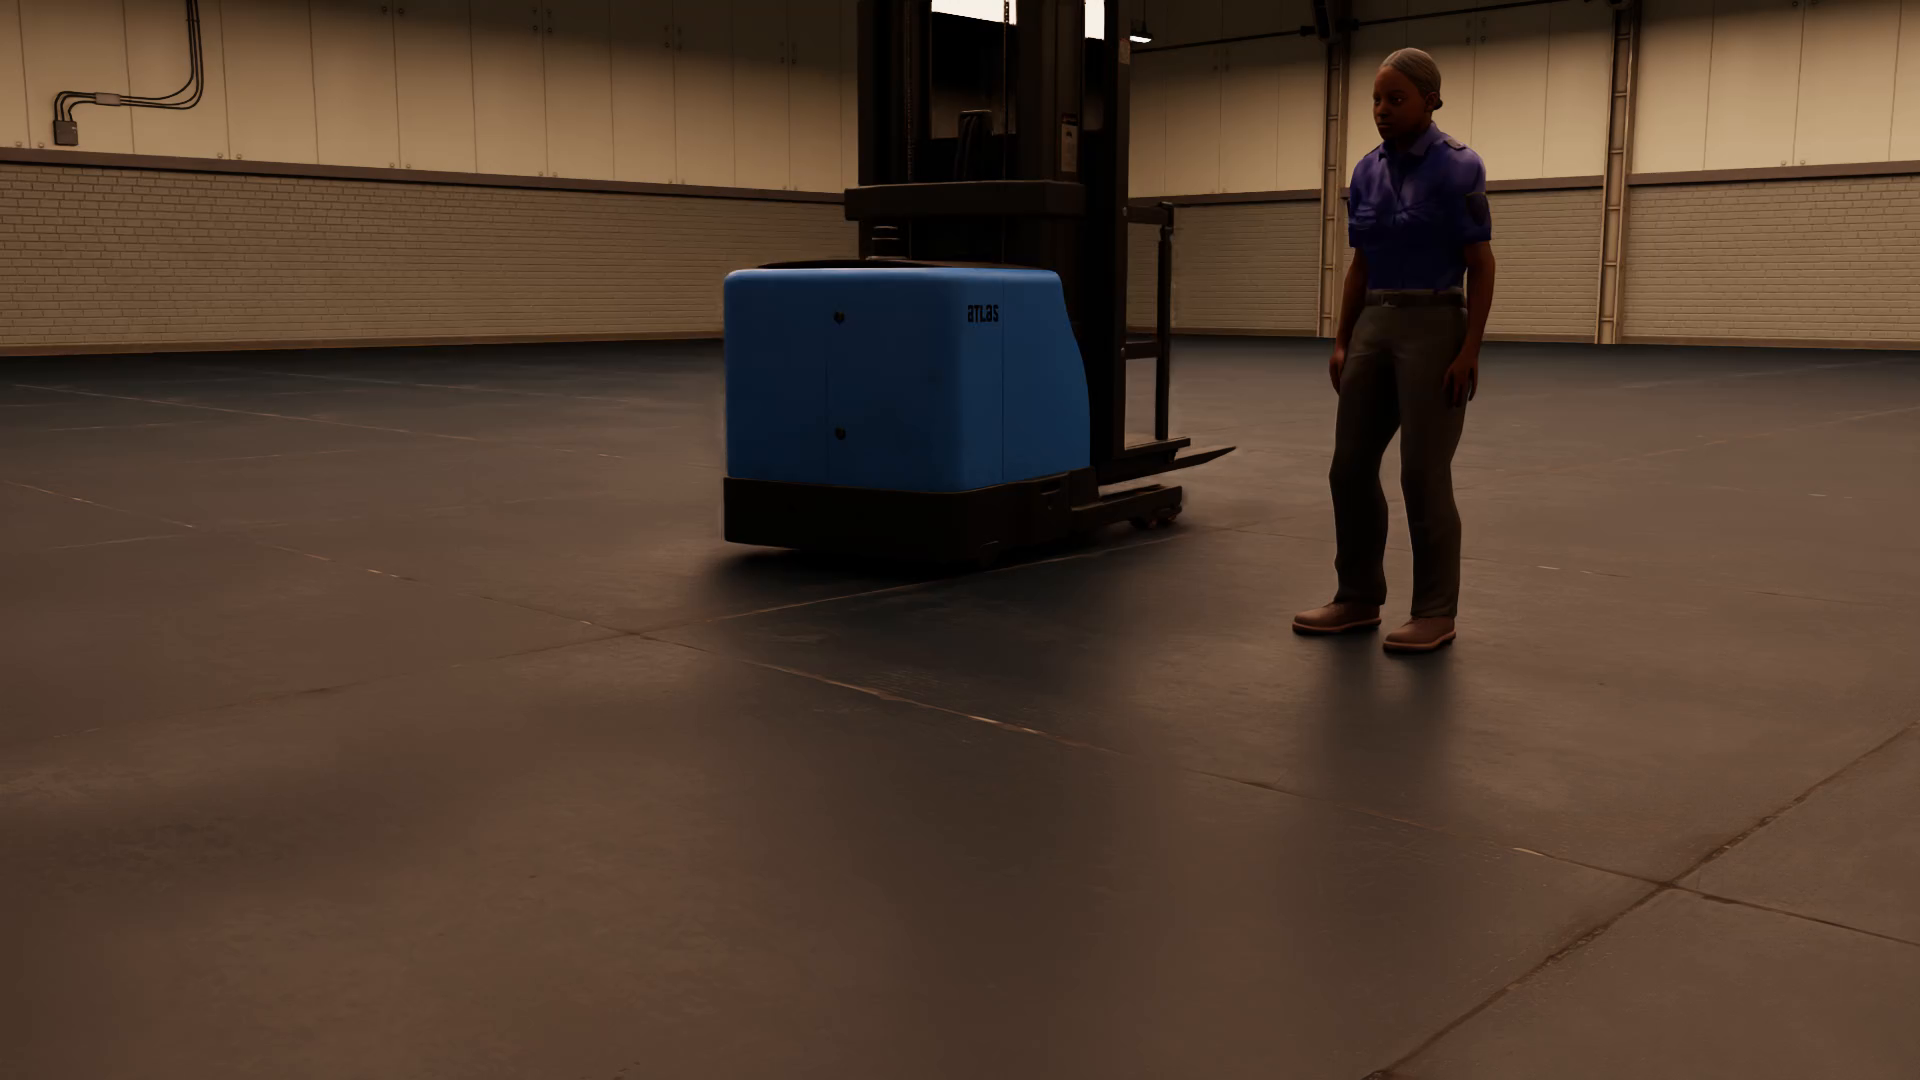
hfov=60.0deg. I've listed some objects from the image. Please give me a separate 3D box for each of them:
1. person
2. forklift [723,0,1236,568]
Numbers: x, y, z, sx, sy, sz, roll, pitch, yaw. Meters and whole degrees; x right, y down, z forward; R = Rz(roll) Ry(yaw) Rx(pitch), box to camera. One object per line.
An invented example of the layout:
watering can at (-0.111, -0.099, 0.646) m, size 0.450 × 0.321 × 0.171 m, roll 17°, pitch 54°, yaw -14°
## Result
person at (1.252, -0.532, 4.708) m, size 0.350 × 1.653 × 0.512 m, roll -6°, pitch 11°, yaw -36°
forklift at (0.308, -1.528, 7.024) m, size 1.130 × 2.935 × 3.031 m, roll 5°, pitch 10°, yaw 31°
